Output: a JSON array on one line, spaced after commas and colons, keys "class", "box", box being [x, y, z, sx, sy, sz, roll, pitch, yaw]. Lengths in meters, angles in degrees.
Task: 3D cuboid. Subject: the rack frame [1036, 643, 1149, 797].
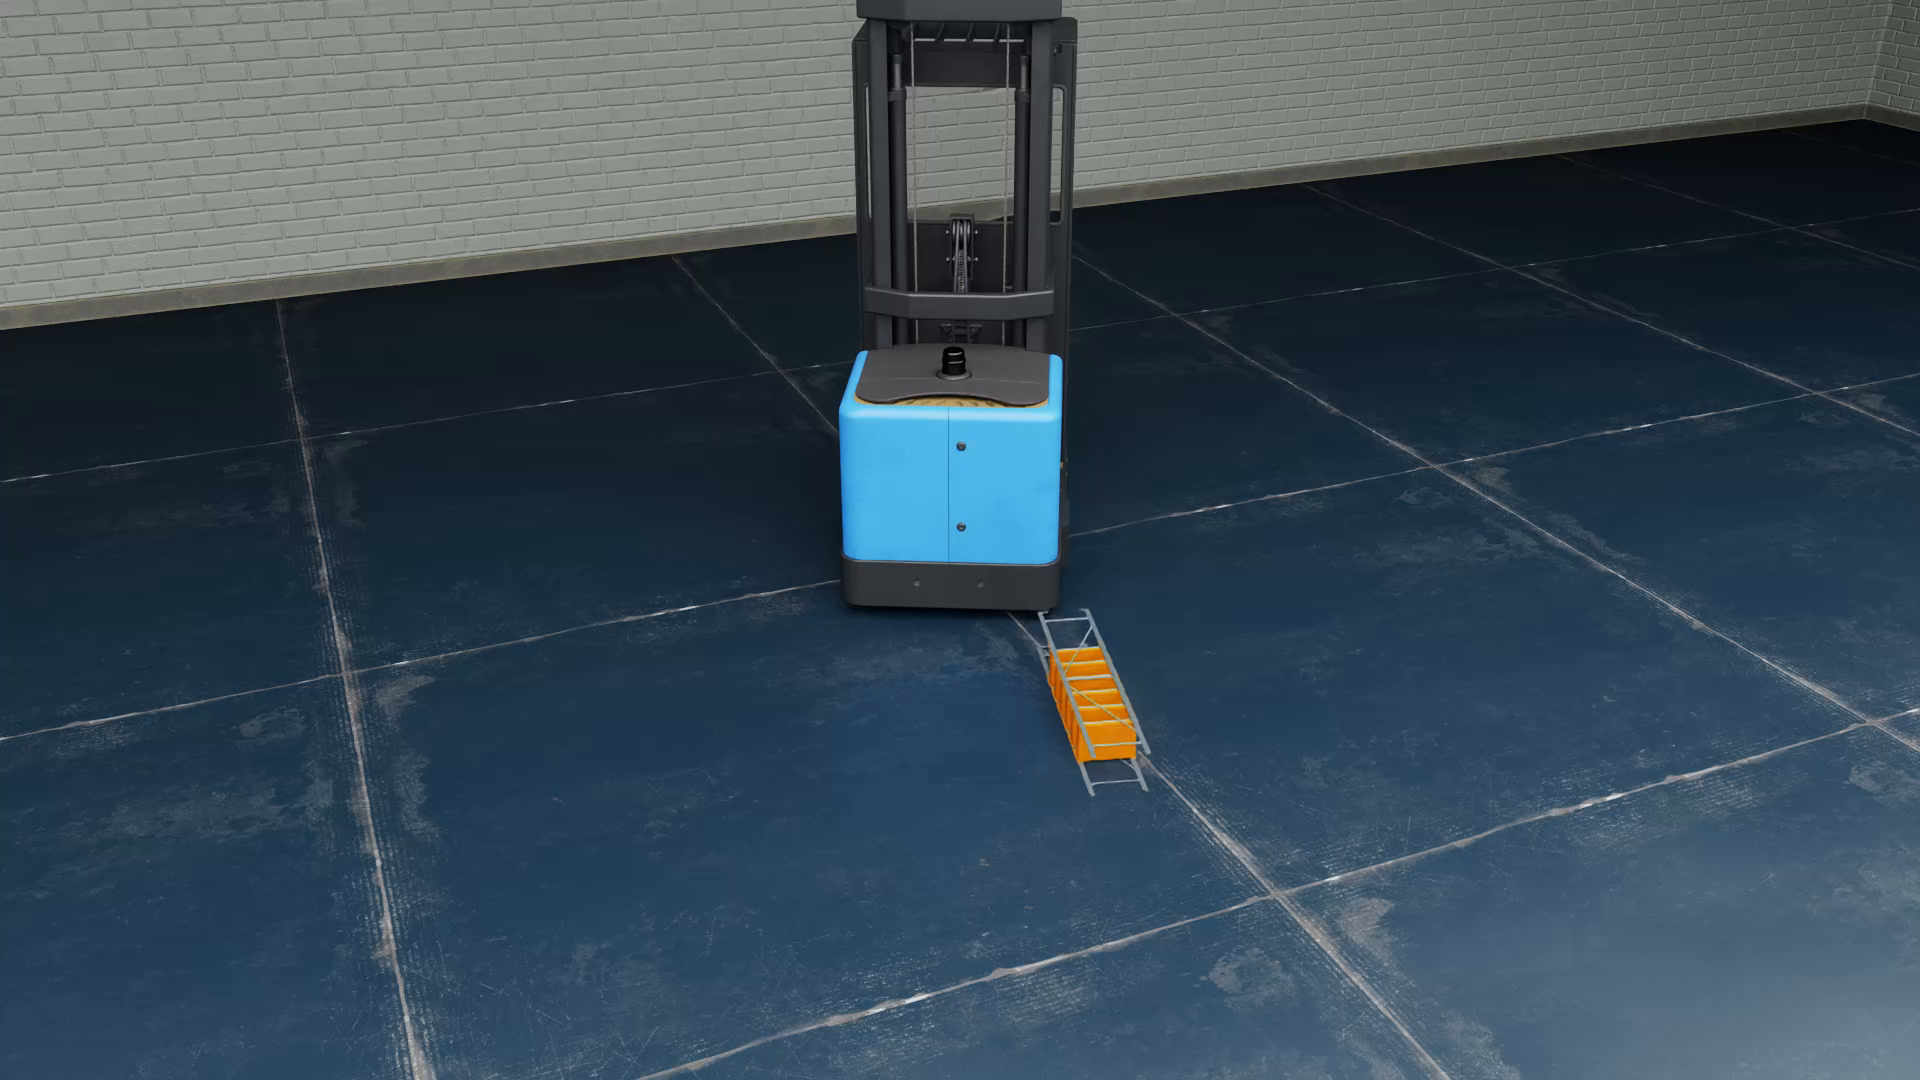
[{"class": "rack frame", "box": [0.556, 0.754, 7.191, 0.240, 0.006, 1.200, -4, 27, -7]}]

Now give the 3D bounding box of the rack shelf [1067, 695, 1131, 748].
[{"class": "rack shelf", "box": [0.583, 0.758, 6.976, 0.258, 0.180, 0.103, -4, 27, -7]}]

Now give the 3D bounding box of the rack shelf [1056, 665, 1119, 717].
[{"class": "rack shelf", "box": [0.550, 0.653, 7.189, 0.258, 0.180, 0.103, -4, 27, -7]}]

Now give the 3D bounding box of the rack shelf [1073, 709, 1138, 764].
[{"class": "rack shelf", "box": [0.600, 0.811, 6.870, 0.258, 0.180, 0.103, -4, 27, -7]}]

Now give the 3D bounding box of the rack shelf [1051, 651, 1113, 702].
[{"class": "rack shelf", "box": [0.534, 0.600, 7.296, 0.258, 0.180, 0.103, -4, 27, -7]}]

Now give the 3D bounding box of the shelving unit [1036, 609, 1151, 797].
[{"class": "shelving unit", "box": [0.556, 0.672, 7.150, 0.258, 0.189, 1.200, -4, 27, -7]}]

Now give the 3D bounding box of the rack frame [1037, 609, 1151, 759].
[{"class": "rack frame", "box": [0.556, 0.590, 7.109, 0.240, 0.006, 1.200, -4, 27, -7]}]

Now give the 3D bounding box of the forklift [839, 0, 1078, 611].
[{"class": "forklift", "box": [0.037, -1.591, 8.667, 1.130, 2.935, 3.031, 1, 26, 3]}]

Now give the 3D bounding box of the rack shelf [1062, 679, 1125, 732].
[{"class": "rack shelf", "box": [0.567, 0.705, 7.083, 0.258, 0.180, 0.103, -4, 27, -7]}]

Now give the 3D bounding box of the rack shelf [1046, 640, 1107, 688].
[{"class": "rack shelf", "box": [0.517, 0.547, 7.402, 0.258, 0.180, 0.103, -4, 27, -7]}]
